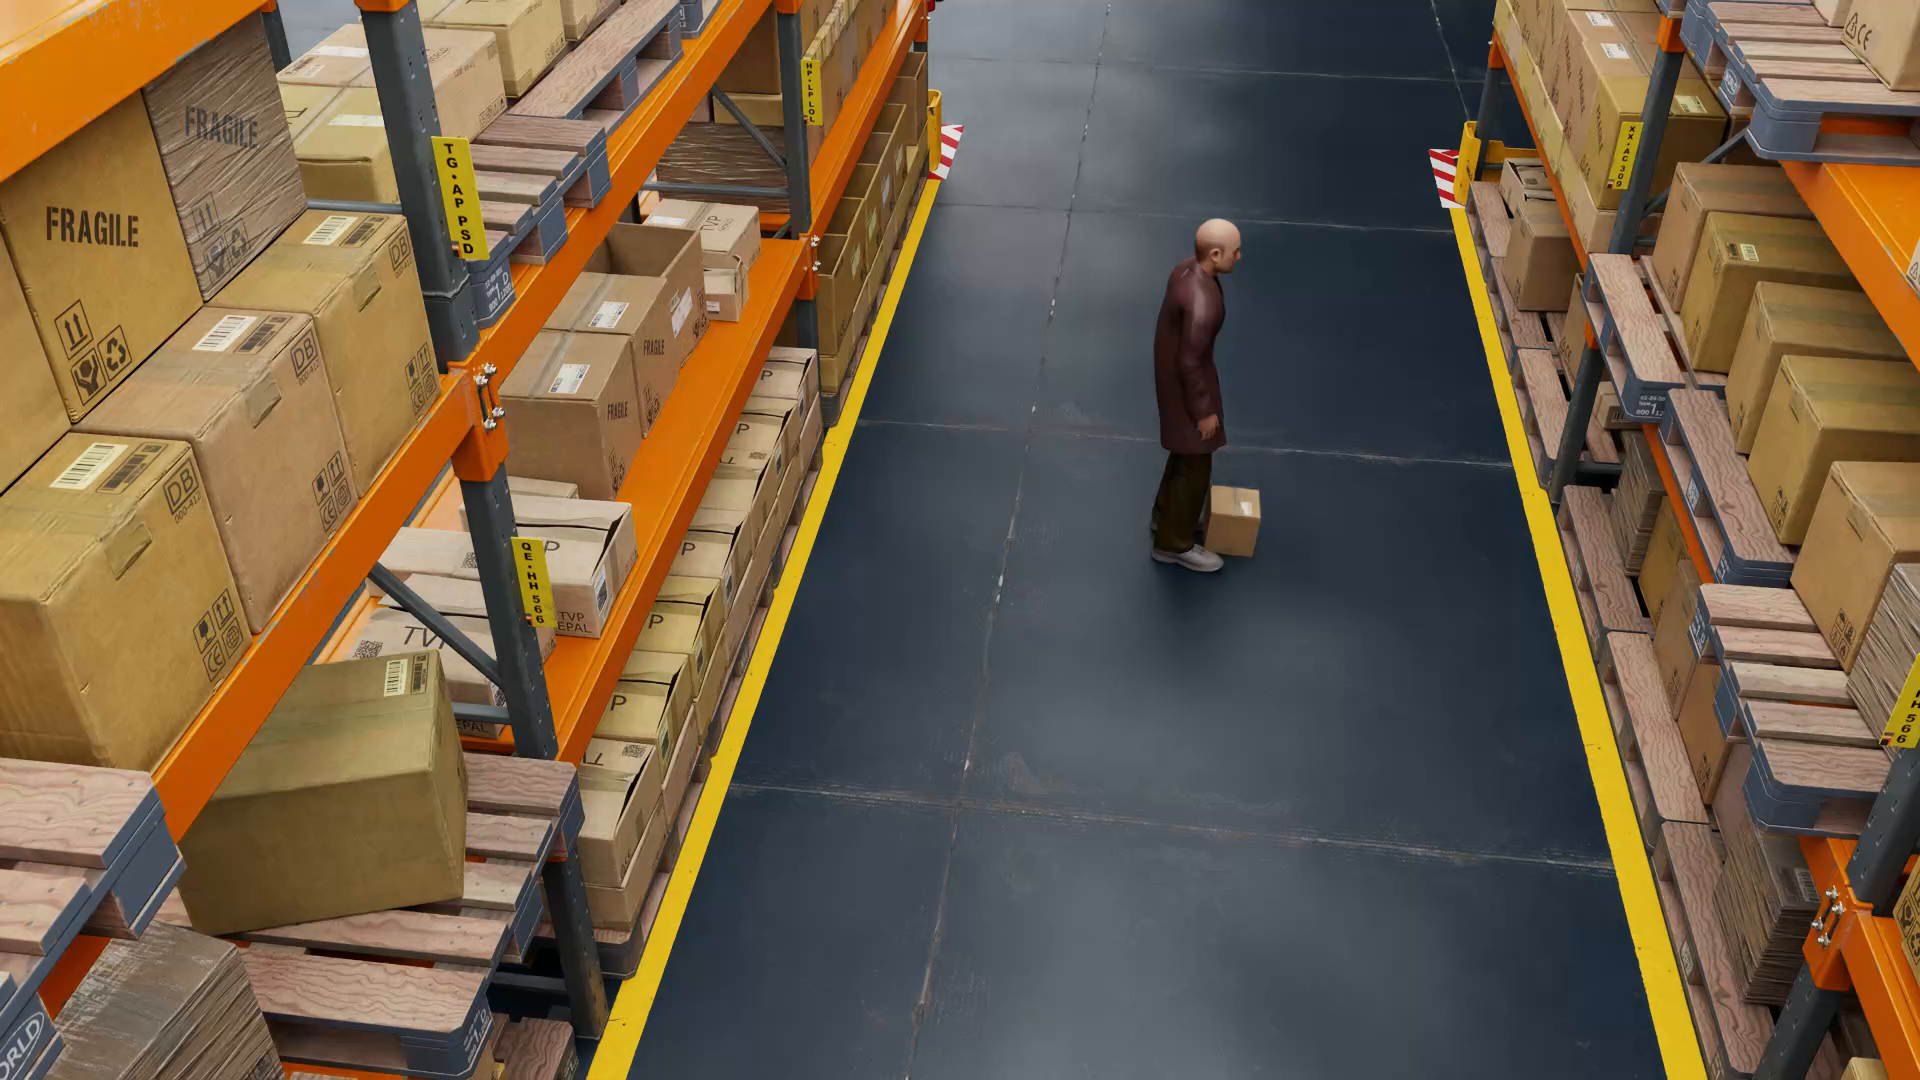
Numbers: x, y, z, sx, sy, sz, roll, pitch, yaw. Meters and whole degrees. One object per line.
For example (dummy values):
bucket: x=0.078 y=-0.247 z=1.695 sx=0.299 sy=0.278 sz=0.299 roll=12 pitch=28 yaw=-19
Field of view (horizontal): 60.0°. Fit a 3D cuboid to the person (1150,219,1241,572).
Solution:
person: x=1.136 y=-0.721 z=8.059 sx=0.426 sy=1.774 sz=0.617 roll=3 pitch=36 yaw=4
